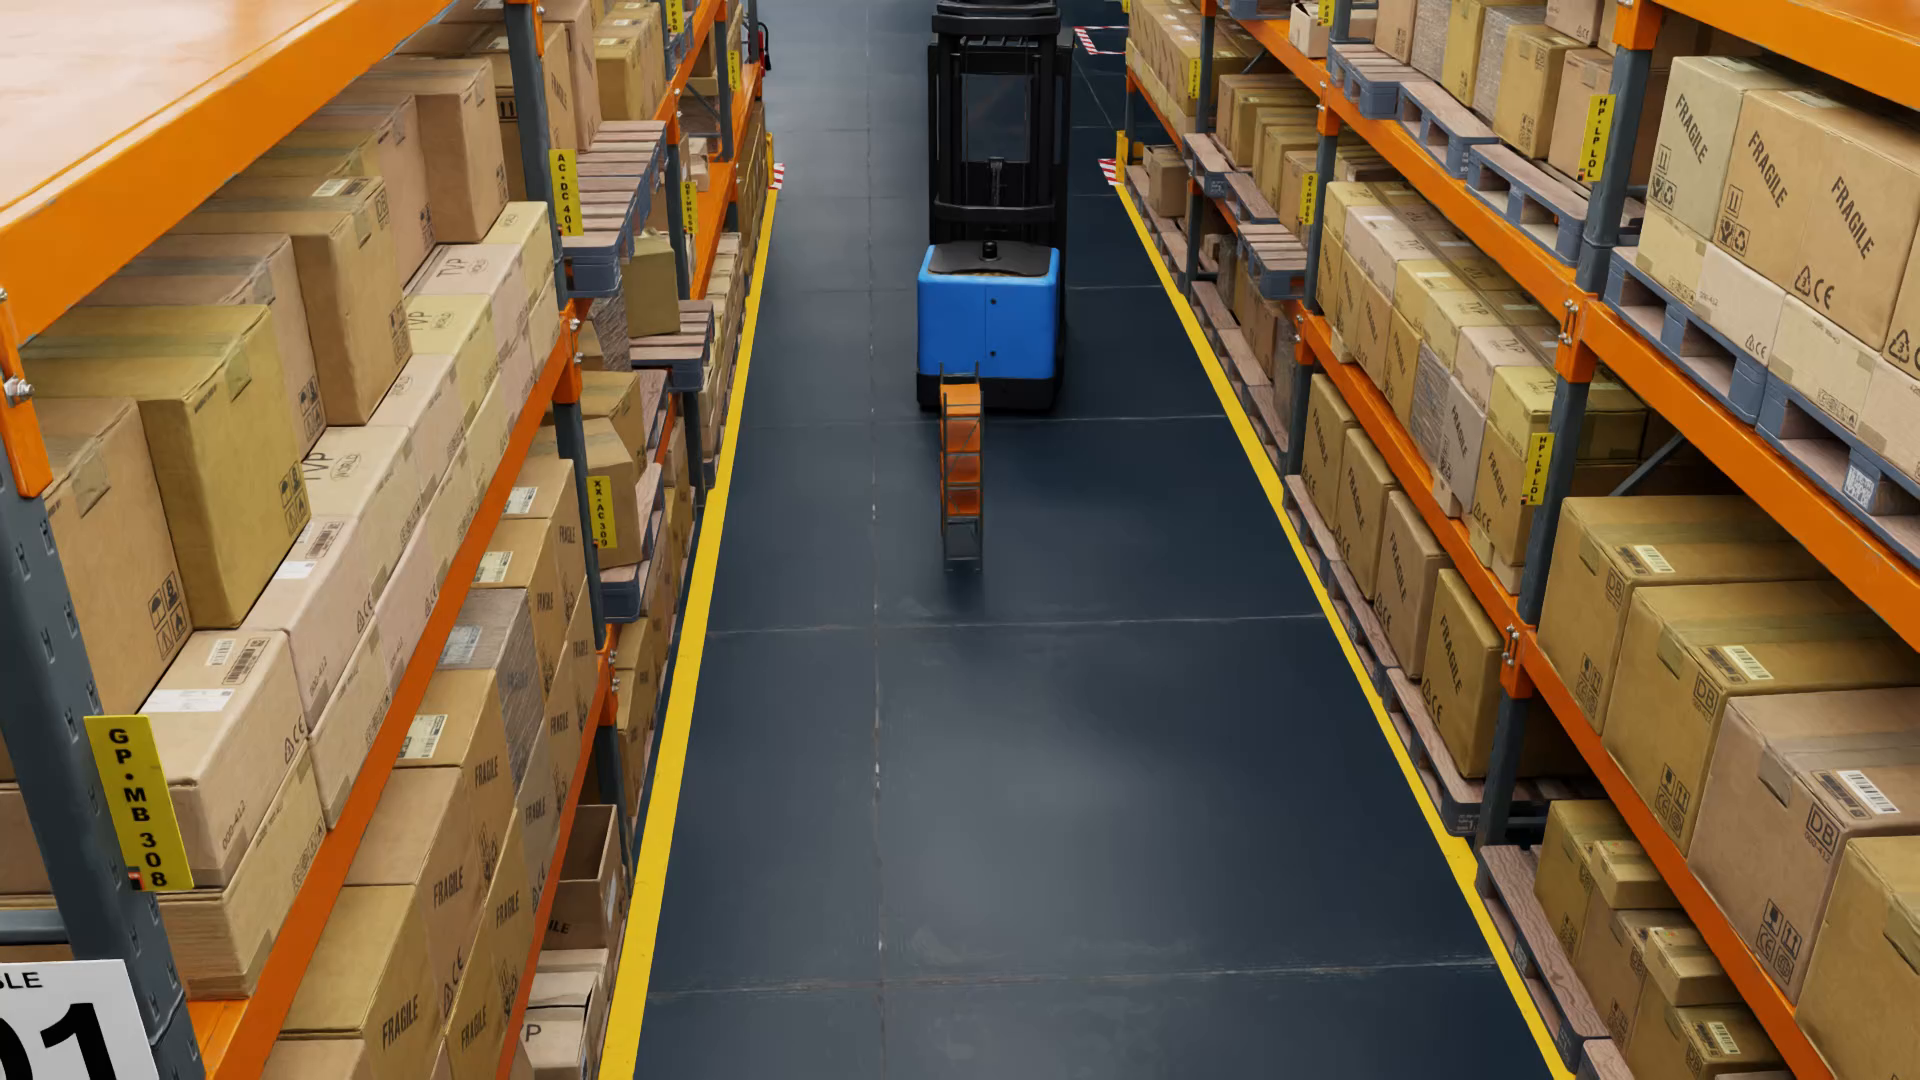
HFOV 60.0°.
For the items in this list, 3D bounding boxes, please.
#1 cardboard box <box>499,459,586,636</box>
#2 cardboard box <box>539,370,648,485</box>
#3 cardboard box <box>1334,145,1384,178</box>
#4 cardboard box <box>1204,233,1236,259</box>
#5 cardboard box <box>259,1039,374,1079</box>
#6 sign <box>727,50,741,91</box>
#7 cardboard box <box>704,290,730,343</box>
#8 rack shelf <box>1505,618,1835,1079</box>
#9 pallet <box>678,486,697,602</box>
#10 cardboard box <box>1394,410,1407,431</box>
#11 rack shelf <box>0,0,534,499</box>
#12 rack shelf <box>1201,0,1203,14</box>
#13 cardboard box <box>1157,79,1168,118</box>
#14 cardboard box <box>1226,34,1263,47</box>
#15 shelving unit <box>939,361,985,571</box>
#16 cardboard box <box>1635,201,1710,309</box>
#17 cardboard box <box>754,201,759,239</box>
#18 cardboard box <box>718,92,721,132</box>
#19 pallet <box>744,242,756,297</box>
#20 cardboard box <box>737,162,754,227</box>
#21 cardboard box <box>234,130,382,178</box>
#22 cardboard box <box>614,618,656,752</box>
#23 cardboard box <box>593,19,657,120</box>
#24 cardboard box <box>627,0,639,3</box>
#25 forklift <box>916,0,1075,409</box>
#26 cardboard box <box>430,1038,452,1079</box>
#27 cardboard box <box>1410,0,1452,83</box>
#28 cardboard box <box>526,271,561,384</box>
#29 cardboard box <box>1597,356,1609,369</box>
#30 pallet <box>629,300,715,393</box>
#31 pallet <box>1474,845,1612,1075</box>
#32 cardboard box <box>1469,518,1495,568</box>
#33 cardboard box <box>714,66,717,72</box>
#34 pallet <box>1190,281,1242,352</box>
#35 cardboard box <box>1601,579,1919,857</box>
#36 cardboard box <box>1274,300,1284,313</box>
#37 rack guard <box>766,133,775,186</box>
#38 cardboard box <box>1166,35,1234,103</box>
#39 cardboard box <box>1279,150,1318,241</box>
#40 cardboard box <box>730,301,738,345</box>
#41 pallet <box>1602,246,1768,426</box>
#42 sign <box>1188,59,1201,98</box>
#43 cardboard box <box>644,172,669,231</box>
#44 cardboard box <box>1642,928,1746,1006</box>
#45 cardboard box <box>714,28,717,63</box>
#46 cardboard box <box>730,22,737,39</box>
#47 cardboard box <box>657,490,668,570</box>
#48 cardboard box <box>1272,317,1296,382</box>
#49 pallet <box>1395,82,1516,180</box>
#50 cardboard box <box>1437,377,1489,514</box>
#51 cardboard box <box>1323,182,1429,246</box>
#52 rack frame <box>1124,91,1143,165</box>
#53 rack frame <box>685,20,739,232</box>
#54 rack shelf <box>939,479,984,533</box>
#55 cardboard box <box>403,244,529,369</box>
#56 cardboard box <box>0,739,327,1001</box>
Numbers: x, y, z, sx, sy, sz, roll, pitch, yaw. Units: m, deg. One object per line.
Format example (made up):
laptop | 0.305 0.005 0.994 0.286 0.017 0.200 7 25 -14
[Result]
cardboard box | -1.721 0.029 6.262 0.500 0.500 0.500 -1 28 -2
cardboard box | -1.907 -0.482 7.868 0.700 0.500 0.500 3 28 5
cardboard box | 2.652 -2.513 11.040 0.380 0.149 0.250 -6 28 -11
cardboard box | 2.465 -2.712 15.294 0.380 0.166 0.250 -5 28 -9
cardboard box | -1.557 1.437 3.561 0.500 0.500 0.500 -1 28 -1
sign | -1.882 -3.901 13.820 0.100 0.325 0.005 -1 28 -3
cardboard box | -2.037 -1.738 12.752 0.500 0.311 0.500 -2 28 -3
rack shelf | 3.045 1.410 5.580 1.077 0.370 4.000 -1 28 -3
pallet | -2.214 0.024 10.476 1.003 0.211 1.213 -1 28 -3
cardboard box | 2.609 -0.711 9.120 0.380 0.149 0.250 -1 28 -2
rack shelf | -1.902 -1.127 3.961 1.077 0.370 4.000 -1 28 -3
rack shelf | 2.419 -5.461 15.512 1.077 0.370 4.000 -1 28 -3
cardboard box | 2.136 -4.143 15.590 0.500 0.250 0.500 -2 28 -3
cardboard box | 2.684 -4.263 15.009 0.500 0.500 0.500 -2 28 -3
shelving unit | 0.009 -0.456 10.326 0.258 1.200 0.503 -1 28 -3
cardboard box | 2.714 -1.001 5.781 0.500 0.250 0.500 -1 28 -3
cardboard box | -2.187 -3.056 15.885 0.500 0.250 0.500 -1 28 -3
cardboard box | -2.487 -3.898 14.872 0.700 0.500 0.500 -2 28 -3
pallet | -2.423 -2.537 15.387 1.003 0.211 1.213 -1 28 -3
cardboard box | -2.169 -3.157 15.268 0.500 0.500 0.500 -1 28 -3
cardboard box | -2.026 -0.840 4.684 0.700 0.500 0.500 -1 28 -3
cardboard box | -1.827 0.727 8.340 0.500 0.500 0.500 -1 28 -2
cardboard box | -2.132 -2.496 8.941 0.910 0.500 0.500 -1 28 -3
cardboard box | -2.340 -3.458 10.600 0.500 0.250 0.500 -1 28 -1
forklift | 0.324 -2.933 13.204 1.130 2.935 3.031 2 28 5
cardboard box | -1.589 1.643 4.249 0.500 0.500 0.500 -2 28 -3
cardboard box | 2.895 -2.783 9.015 0.700 0.500 0.500 -3 28 -5
cardboard box | -1.715 -0.756 5.875 0.500 0.250 0.500 -1 28 -3
cardboard box | 3.143 -0.810 7.797 0.500 0.250 0.500 -1 28 -2
pallet | -2.109 -1.162 9.941 1.213 0.211 1.003 -1 28 -3
pallet | 2.902 1.757 7.153 1.003 0.211 1.213 -1 28 -3
cardboard box | 2.604 0.005 7.747 0.380 0.149 0.250 -1 28 -2
cardboard box | -2.258 -3.982 14.332 0.380 0.149 0.250 -1 28 -2
pallet | 2.565 -1.931 14.224 1.003 0.211 1.213 -1 28 -3
cardboard box | 2.985 0.623 5.988 0.980 0.700 0.700 -2 28 -4
cardboard box | 2.643 -1.932 12.627 0.500 0.250 0.500 -2 28 -3
rack guard | -2.634 -4.155 18.177 1.175 0.500 0.348 -1 28 -3
cardboard box | 2.158 -4.243 14.971 0.500 0.500 0.500 -2 28 -3
cardboard box | 2.641 -2.393 11.511 0.700 0.500 0.500 -4 28 -7
cardboard box | -2.061 -1.718 13.320 0.500 0.250 0.500 -1 28 -2
pallet | 2.973 -0.745 5.787 1.003 0.211 1.213 -1 28 -3
sign | 1.982 -3.894 14.036 0.100 0.325 0.005 -1 28 -3
cardboard box | -2.319 -2.377 11.956 0.500 0.500 0.500 -3 28 -5
cardboard box | 2.741 1.554 6.075 0.380 0.149 0.250 -2 28 -4
cardboard box | -2.481 -4.463 14.552 0.700 0.500 0.500 -1 28 -3
cardboard box | -2.369 -4.936 16.161 0.380 0.149 0.250 -1 28 -1
cardboard box | -1.867 -0.053 9.024 0.500 0.250 0.500 -2 28 -4
cardboard box | 2.731 -1.338 12.299 0.700 0.500 0.500 -1 28 -3
pallet | 2.880 -2.113 8.519 1.003 0.211 1.213 0 28 0
cardboard box | 2.628 -0.460 7.937 0.500 0.500 0.500 -1 28 -2
cardboard box | 2.500 -1.968 10.017 0.500 0.250 0.500 -1 28 -1
rack frame | 2.314 -5.374 17.810 1.000 3.000 0.127 -1 28 -3
rack frame | -2.424 -3.405 14.036 1.000 3.000 0.127 -1 28 -3
rack shelf | 0.009 -0.220 10.449 0.258 0.148 0.480 -1 28 -3
cardboard box | -1.687 -0.747 5.317 0.500 0.250 0.500 -1 28 -3
cardboard box | -1.570 0.629 3.218 0.500 0.250 0.500 -1 28 -3
